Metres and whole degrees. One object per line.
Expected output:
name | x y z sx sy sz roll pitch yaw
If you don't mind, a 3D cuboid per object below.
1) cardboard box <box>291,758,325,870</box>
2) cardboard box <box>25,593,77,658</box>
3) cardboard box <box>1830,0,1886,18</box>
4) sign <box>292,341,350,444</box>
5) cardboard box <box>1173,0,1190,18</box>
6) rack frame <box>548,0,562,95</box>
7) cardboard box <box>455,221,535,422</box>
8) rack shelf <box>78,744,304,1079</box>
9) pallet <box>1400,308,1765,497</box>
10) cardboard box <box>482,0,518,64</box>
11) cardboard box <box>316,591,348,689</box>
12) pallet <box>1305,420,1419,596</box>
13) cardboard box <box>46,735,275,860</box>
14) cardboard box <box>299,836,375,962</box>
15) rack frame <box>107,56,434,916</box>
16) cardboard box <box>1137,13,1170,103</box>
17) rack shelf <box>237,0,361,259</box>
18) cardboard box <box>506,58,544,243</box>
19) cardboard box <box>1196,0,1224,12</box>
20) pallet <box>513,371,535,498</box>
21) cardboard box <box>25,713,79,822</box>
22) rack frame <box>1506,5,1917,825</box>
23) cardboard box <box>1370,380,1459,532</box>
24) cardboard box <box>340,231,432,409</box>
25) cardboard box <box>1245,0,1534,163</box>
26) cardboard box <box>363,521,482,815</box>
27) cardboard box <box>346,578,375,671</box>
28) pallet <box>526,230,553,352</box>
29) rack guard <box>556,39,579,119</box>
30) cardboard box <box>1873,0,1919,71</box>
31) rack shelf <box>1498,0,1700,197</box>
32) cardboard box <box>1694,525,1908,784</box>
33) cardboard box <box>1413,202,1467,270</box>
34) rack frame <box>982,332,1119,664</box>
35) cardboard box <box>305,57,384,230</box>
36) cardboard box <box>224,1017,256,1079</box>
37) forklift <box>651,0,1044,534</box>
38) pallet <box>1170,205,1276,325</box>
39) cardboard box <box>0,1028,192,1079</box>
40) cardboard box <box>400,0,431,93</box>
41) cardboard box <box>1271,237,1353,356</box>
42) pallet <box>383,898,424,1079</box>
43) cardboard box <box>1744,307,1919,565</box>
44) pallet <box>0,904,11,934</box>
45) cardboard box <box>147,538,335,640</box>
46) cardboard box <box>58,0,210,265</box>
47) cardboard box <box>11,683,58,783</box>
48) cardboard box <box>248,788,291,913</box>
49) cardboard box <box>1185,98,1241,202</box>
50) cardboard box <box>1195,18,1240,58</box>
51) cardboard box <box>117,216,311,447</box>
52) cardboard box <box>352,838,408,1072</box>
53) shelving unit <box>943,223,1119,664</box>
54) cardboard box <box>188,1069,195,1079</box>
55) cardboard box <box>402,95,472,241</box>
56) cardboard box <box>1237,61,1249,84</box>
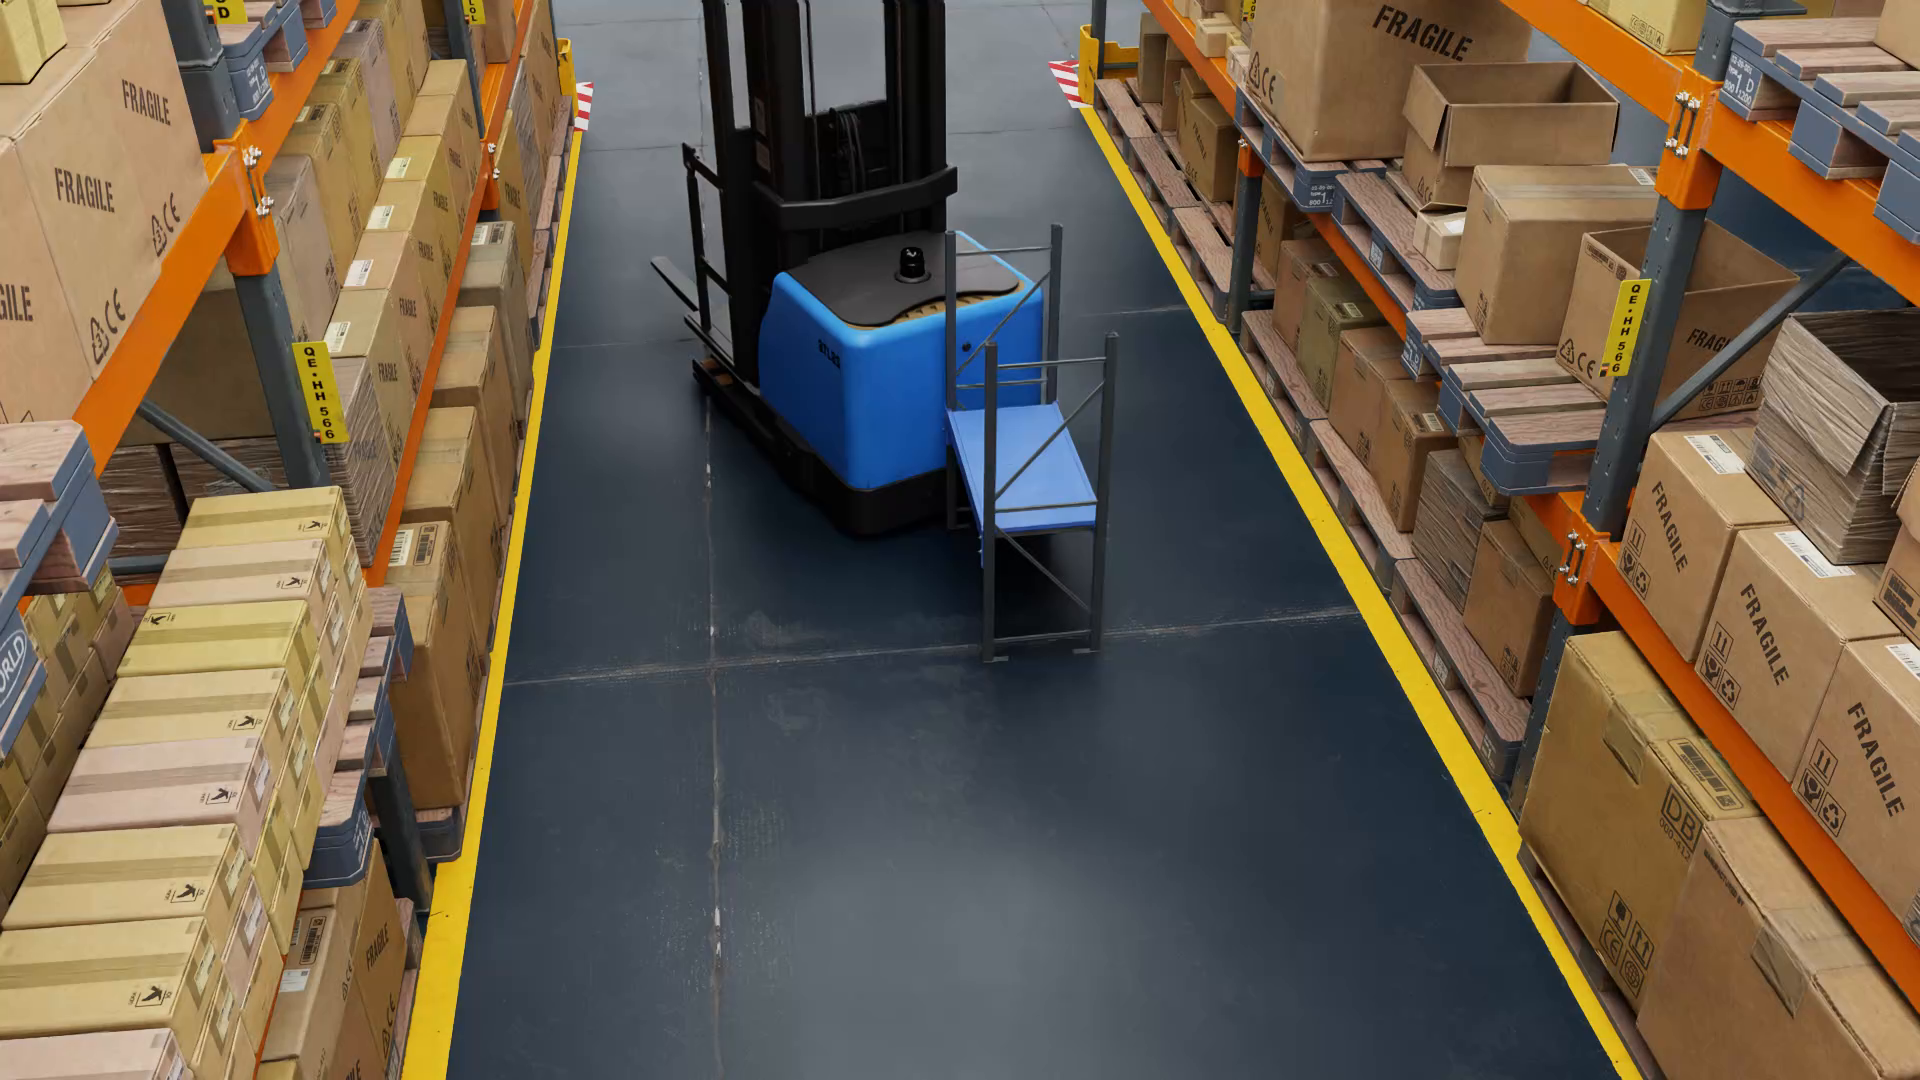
cardboard box | -1.743 0.667 3.958 0.380 0.149 0.250 -5 35 -7
cardboard box | -2.452 0.181 4.142 0.380 0.149 0.250 -5 35 -8
cardboard box | 2.756 -1.704 5.056 0.500 0.250 0.500 -4 34 -6
sign | -1.825 -0.417 4.741 0.100 0.325 0.005 -4 35 -6
cardboard box | 1.522 -3.309 10.165 0.380 0.149 0.250 -4 35 -6
rack frame | -3.437 -4.390 11.528 1.000 3.000 0.127 -4 35 -6
cardboard box | -2.726 -1.062 8.269 1.050 0.750 0.750 -5 35 -7
rack shelf | -2.092 1.488 3.542 1.077 0.370 4.000 -4 35 -6
pallet | 2.366 -0.555 6.071 1.213 0.211 1.003 -4 35 -6
cardboard box | -3.013 -3.040 9.414 0.875 0.550 0.550 -4 35 -6
cardboard box | -1.806 0.272 4.273 0.380 0.149 0.250 -3 34 -5
pallet | 2.303 -0.208 7.868 1.003 0.211 1.213 -4 35 -6
cardboard box | -1.708 0.568 3.575 0.380 0.149 0.250 -4 35 -6
cardboard box | -2.009 0.986 4.821 0.500 0.250 0.500 -5 35 -8
rack frame | -2.361 0.075 4.977 1.000 3.000 0.127 -4 35 -6
cardboard box | 1.559 -3.500 12.069 0.500 0.500 0.500 2 34 2
rack shelf | -2.630 -1.984 5.972 1.077 0.370 4.000 -4 35 -6
cardboard box | -3.039 -2.312 9.993 0.875 0.875 0.875 -4 34 -6
cardboard box | 1.831 -3.450 9.796 0.875 0.500 0.500 -4 35 -6
pallet | -2.721 -0.580 8.414 1.003 0.211 1.213 -4 35 -6
cardboard box | -2.428 0.570 4.100 0.380 0.149 0.250 -3 34 -4
rack frame | 2.567 -0.245 5.445 1.000 3.000 0.127 -4 35 -6
cardboard box | 2.287 -0.390 7.488 0.700 0.500 0.500 -2 34 -2
cardboard box | -2.292 -0.803 6.175 0.500 0.500 0.500 -4 35 -6
cardboard box | 1.998 -2.444 7.767 1.000 1.000 1.000 -4 34 -6
cardboard box | -2.354 0.484 6.001 1.050 0.750 0.750 -5 35 -7
cardboard box | -1.839 0.245 4.577 0.380 0.149 0.250 -4 34 -6
pallet | -2.924 -1.435 9.669 1.003 0.211 1.213 -4 35 -6
rack guard | -3.440 -3.370 12.251 1.175 0.500 0.348 -4 35 -6
cardboard box | 2.721 -1.365 3.962 0.797 0.503 0.637 -2 34 -4
rack shelf | 2.299 -2.303 6.441 1.077 0.370 4.000 -4 35 -6
cardboard box | 2.435 0.293 4.567 0.500 0.500 0.500 -5 35 -8
cardboard box | 2.076 -1.273 6.700 0.396 0.266 0.258 -5 35 -8
rack frame | 0.343 -0.129 6.607 0.500 1.500 0.032 -5 35 -7
cardboard box | -2.621 -1.485 6.288 0.700 0.500 0.500 -5 35 -7
cardboard box | -1.632 1.113 3.303 0.380 0.149 0.250 -6 35 -9
forklift | -0.775 -2.041 8.142 1.130 2.935 3.031 -18 38 -24
pallet | 1.904 -1.697 10.052 1.003 0.211 1.213 -4 35 -6
cardboard box | -1.595 1.015 2.919 0.380 0.149 0.250 -3 34 -5
cardboard box | -2.826 -2.335 7.537 0.700 0.500 0.500 -5 35 -7
cardboard box | 2.091 -1.281 8.796 0.700 0.500 0.500 -7 35 -10
pallet | -2.257 1.663 5.122 1.003 0.211 1.213 -4 35 -6
cardboard box | 2.650 -0.291 4.534 0.797 0.503 0.637 -3 34 -5
pallet | -2.054 1.255 3.415 1.003 0.211 1.213 -4 35 -6
cardboard box | -1.809 0.138 4.206 0.380 0.149 0.250 -5 35 -7
cardboard box | -2.032 -0.907 3.665 0.500 0.500 0.500 -4 35 -6
cardboard box | -2.417 0.467 3.987 0.380 0.149 0.250 -5 35 -8
cardboard box | -1.703 0.697 3.649 0.380 0.149 0.250 -5 35 -7
cardboard box | 1.769 -2.503 10.606 0.500 0.500 0.500 -7 35 -11
cardboard box | 1.567 -2.886 9.544 0.380 0.149 0.250 -4 35 -6
cardboard box | -2.412 -0.631 5.036 0.700 0.500 0.500 -5 35 -7
cardboard box | -2.013 1.281 5.053 0.500 0.500 0.500 -5 35 -7
shelving unit | 0.264 -0.411 7.022 0.538 1.500 1.048 -5 35 -7
cardboard box | -1.602 1.128 3.018 0.380 0.149 0.250 -5 35 -7
cardboard box | -2.496 -1.646 7.413 0.500 0.500 0.500 -5 35 -7
cardboard box | 1.709 -2.471 8.935 0.380 0.149 0.250 -4 35 -6
